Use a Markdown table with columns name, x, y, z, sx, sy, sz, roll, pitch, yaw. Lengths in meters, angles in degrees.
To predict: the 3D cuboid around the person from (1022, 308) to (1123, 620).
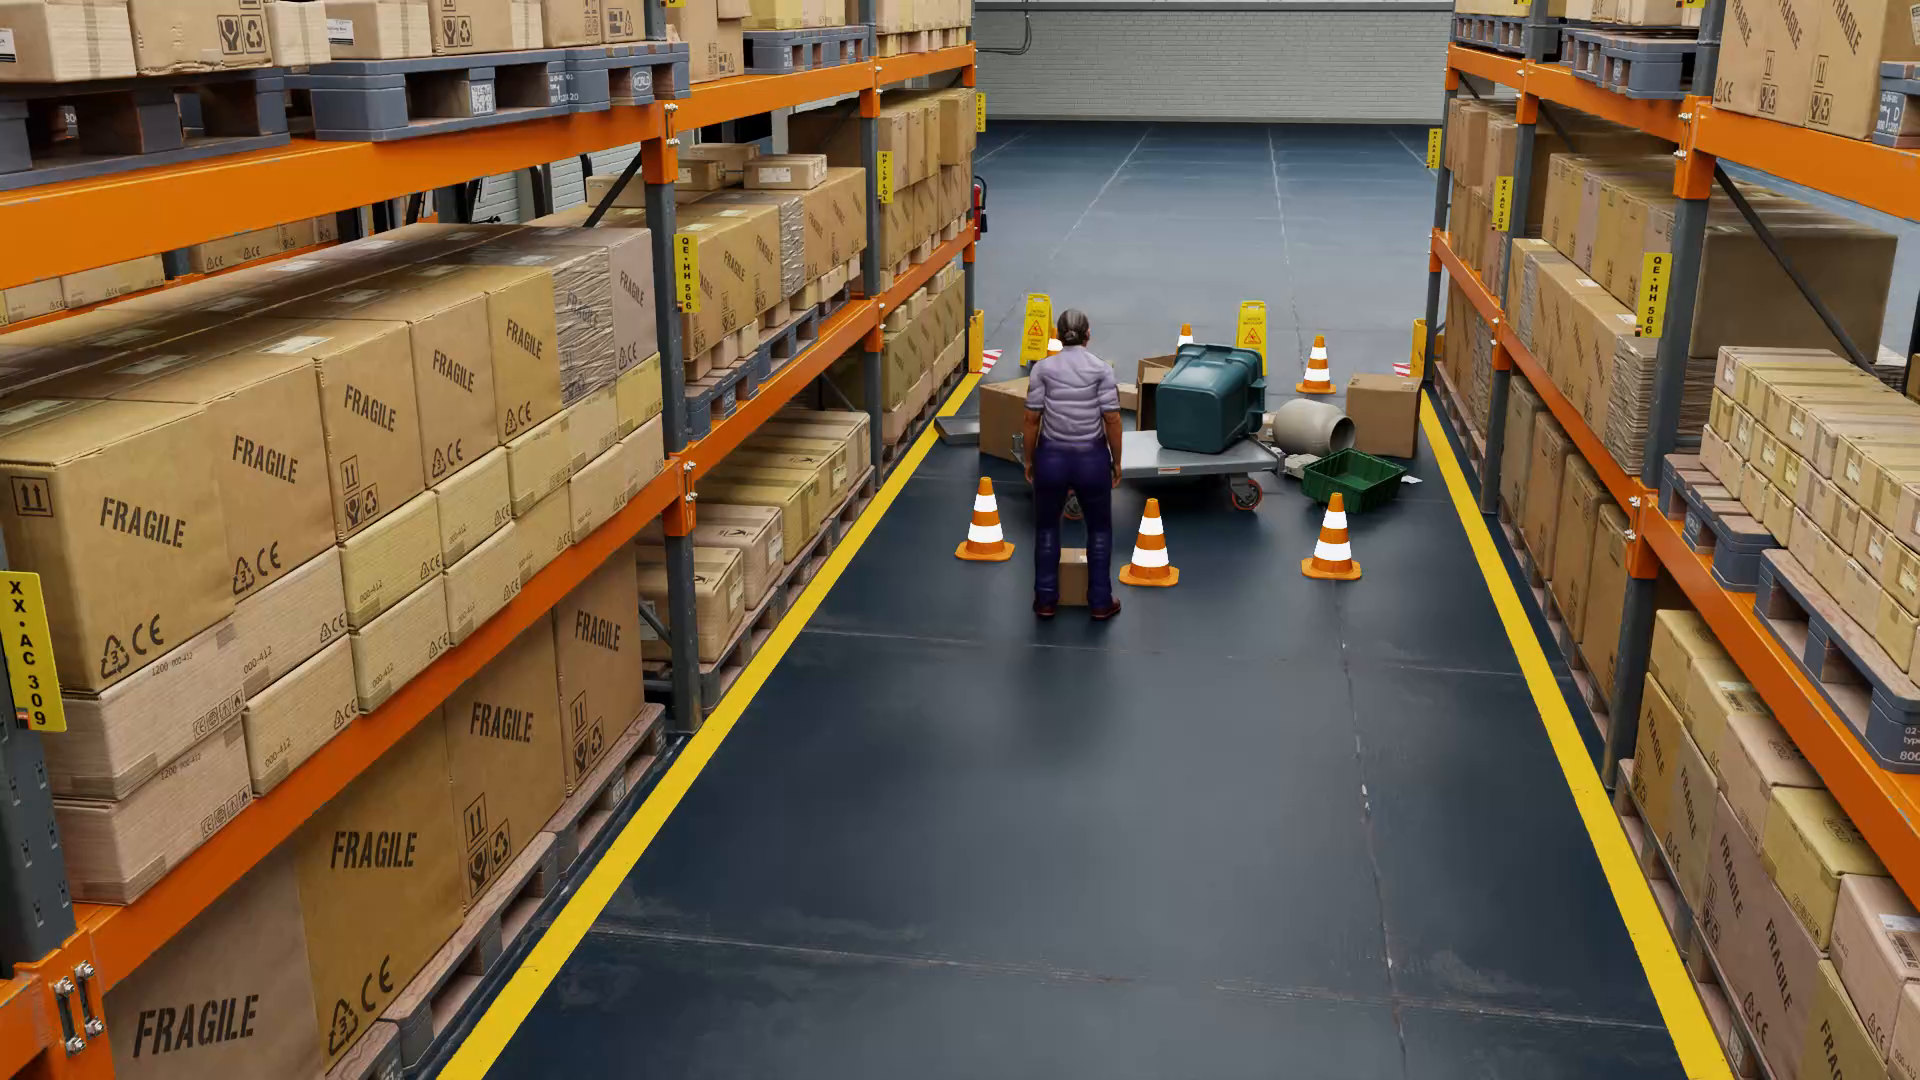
| name | x | y | z | sx | sy | sz | roll | pitch | yaw |
| --- | --- | --- | --- | --- | --- | --- | --- | --- | --- |
| person | 0.598 | -0.386 | 8.762 | 0.537 | 1.647 | 0.374 | 3 | 18 | 9 |
